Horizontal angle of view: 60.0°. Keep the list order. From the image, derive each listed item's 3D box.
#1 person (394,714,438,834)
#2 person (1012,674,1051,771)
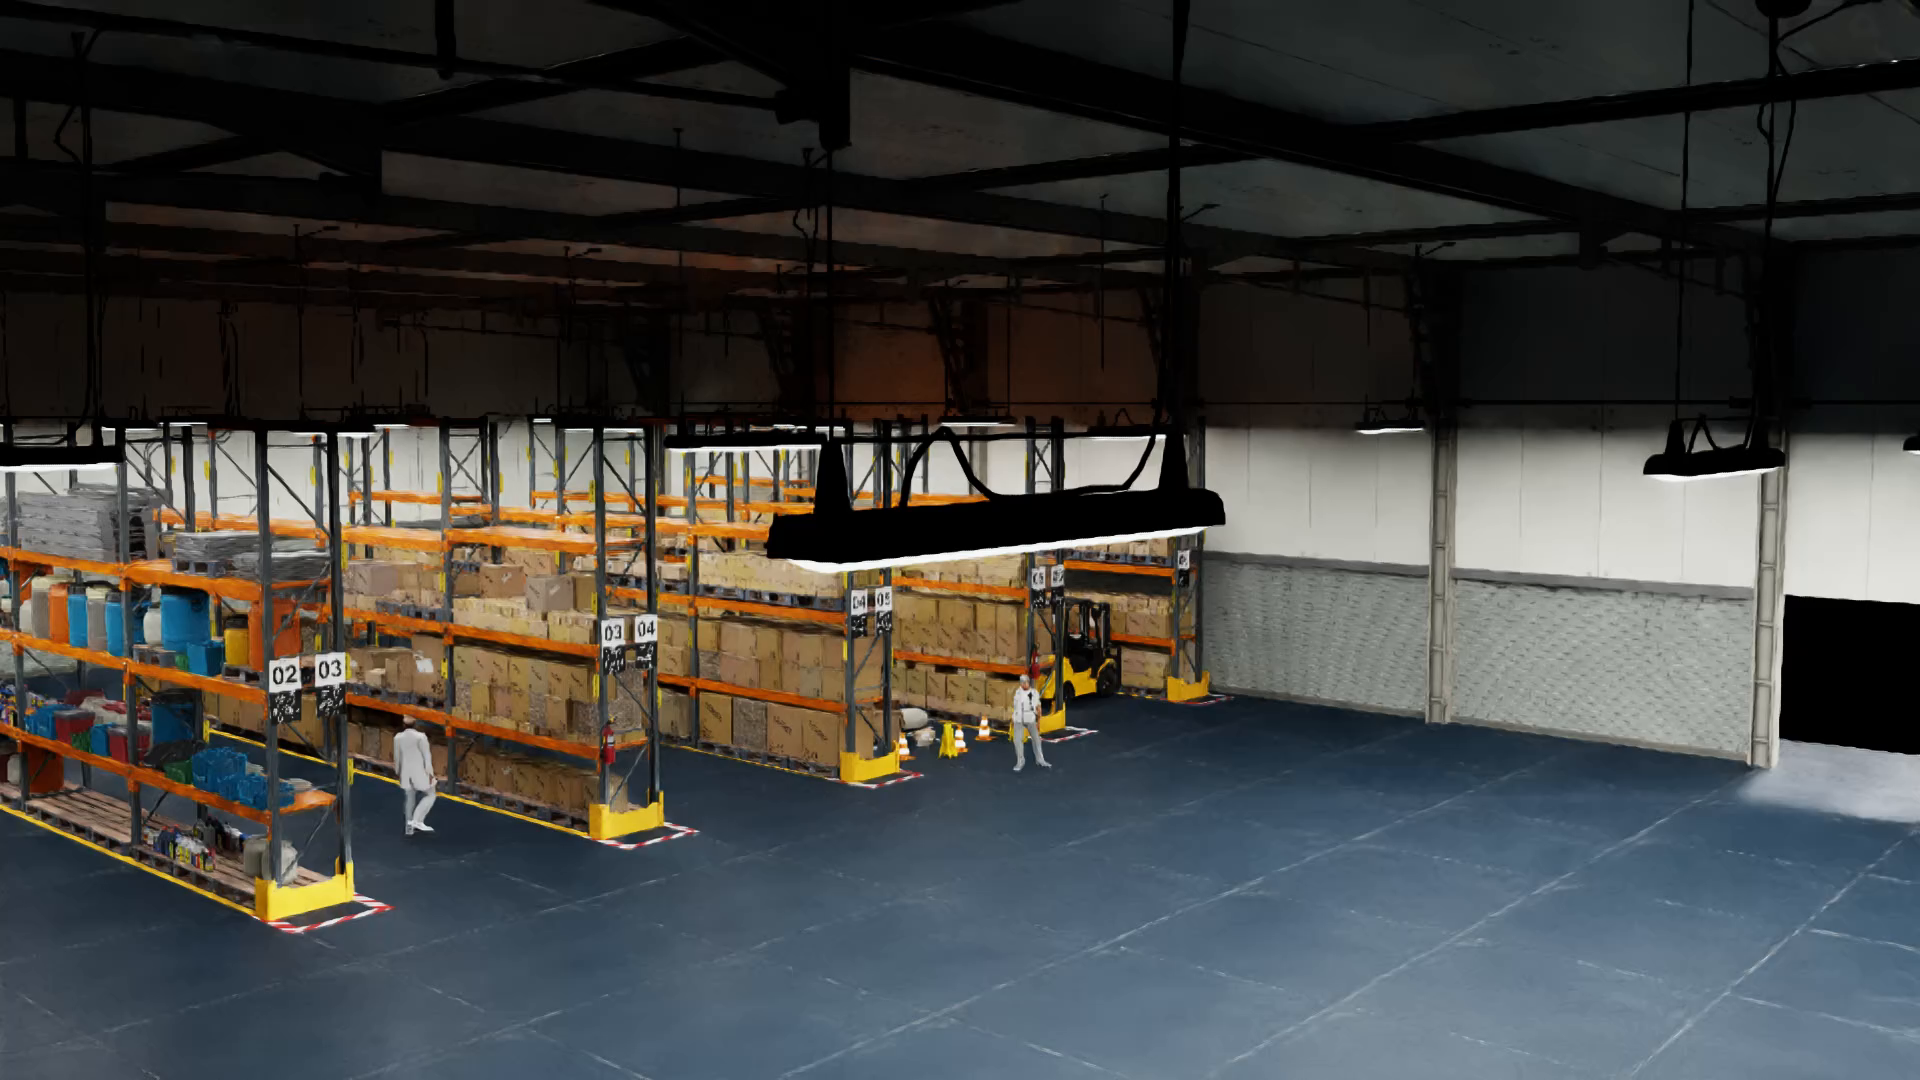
[{"bbox_3d":[-7.987,3.472,24.346,0.625,1.656,0.515,1,5,11],"label":"person"},{"bbox_3d":[1.220,3.129,28.685,0.689,1.655,0.521,1,5,11],"label":"person"}]
